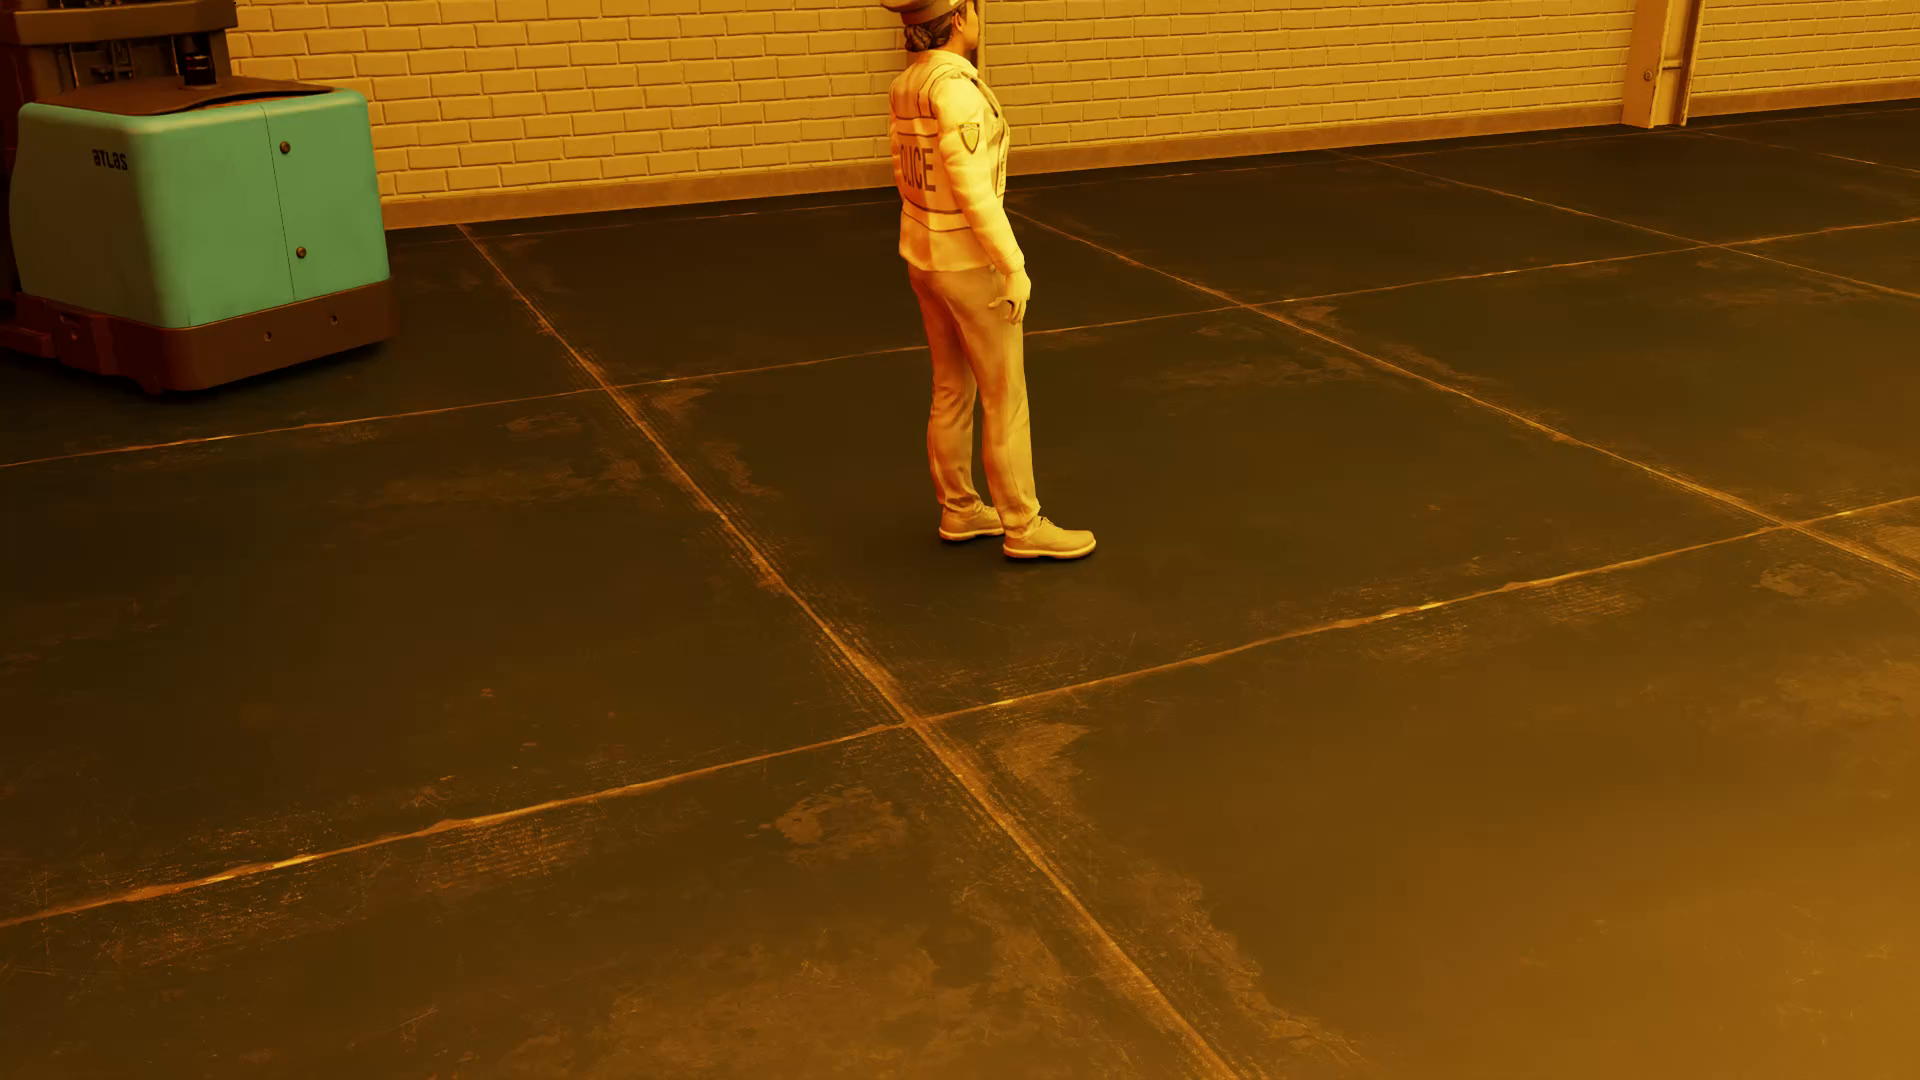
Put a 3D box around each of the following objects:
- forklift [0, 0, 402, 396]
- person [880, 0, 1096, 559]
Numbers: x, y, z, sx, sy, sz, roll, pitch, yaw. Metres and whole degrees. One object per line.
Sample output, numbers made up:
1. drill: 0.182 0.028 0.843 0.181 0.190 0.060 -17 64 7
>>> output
1. forklift: -3.866 -2.322 6.877 3.031 2.935 1.130 14 27 31
2. person: 0.063 -0.798 4.800 0.533 1.696 0.588 -10 25 -23
